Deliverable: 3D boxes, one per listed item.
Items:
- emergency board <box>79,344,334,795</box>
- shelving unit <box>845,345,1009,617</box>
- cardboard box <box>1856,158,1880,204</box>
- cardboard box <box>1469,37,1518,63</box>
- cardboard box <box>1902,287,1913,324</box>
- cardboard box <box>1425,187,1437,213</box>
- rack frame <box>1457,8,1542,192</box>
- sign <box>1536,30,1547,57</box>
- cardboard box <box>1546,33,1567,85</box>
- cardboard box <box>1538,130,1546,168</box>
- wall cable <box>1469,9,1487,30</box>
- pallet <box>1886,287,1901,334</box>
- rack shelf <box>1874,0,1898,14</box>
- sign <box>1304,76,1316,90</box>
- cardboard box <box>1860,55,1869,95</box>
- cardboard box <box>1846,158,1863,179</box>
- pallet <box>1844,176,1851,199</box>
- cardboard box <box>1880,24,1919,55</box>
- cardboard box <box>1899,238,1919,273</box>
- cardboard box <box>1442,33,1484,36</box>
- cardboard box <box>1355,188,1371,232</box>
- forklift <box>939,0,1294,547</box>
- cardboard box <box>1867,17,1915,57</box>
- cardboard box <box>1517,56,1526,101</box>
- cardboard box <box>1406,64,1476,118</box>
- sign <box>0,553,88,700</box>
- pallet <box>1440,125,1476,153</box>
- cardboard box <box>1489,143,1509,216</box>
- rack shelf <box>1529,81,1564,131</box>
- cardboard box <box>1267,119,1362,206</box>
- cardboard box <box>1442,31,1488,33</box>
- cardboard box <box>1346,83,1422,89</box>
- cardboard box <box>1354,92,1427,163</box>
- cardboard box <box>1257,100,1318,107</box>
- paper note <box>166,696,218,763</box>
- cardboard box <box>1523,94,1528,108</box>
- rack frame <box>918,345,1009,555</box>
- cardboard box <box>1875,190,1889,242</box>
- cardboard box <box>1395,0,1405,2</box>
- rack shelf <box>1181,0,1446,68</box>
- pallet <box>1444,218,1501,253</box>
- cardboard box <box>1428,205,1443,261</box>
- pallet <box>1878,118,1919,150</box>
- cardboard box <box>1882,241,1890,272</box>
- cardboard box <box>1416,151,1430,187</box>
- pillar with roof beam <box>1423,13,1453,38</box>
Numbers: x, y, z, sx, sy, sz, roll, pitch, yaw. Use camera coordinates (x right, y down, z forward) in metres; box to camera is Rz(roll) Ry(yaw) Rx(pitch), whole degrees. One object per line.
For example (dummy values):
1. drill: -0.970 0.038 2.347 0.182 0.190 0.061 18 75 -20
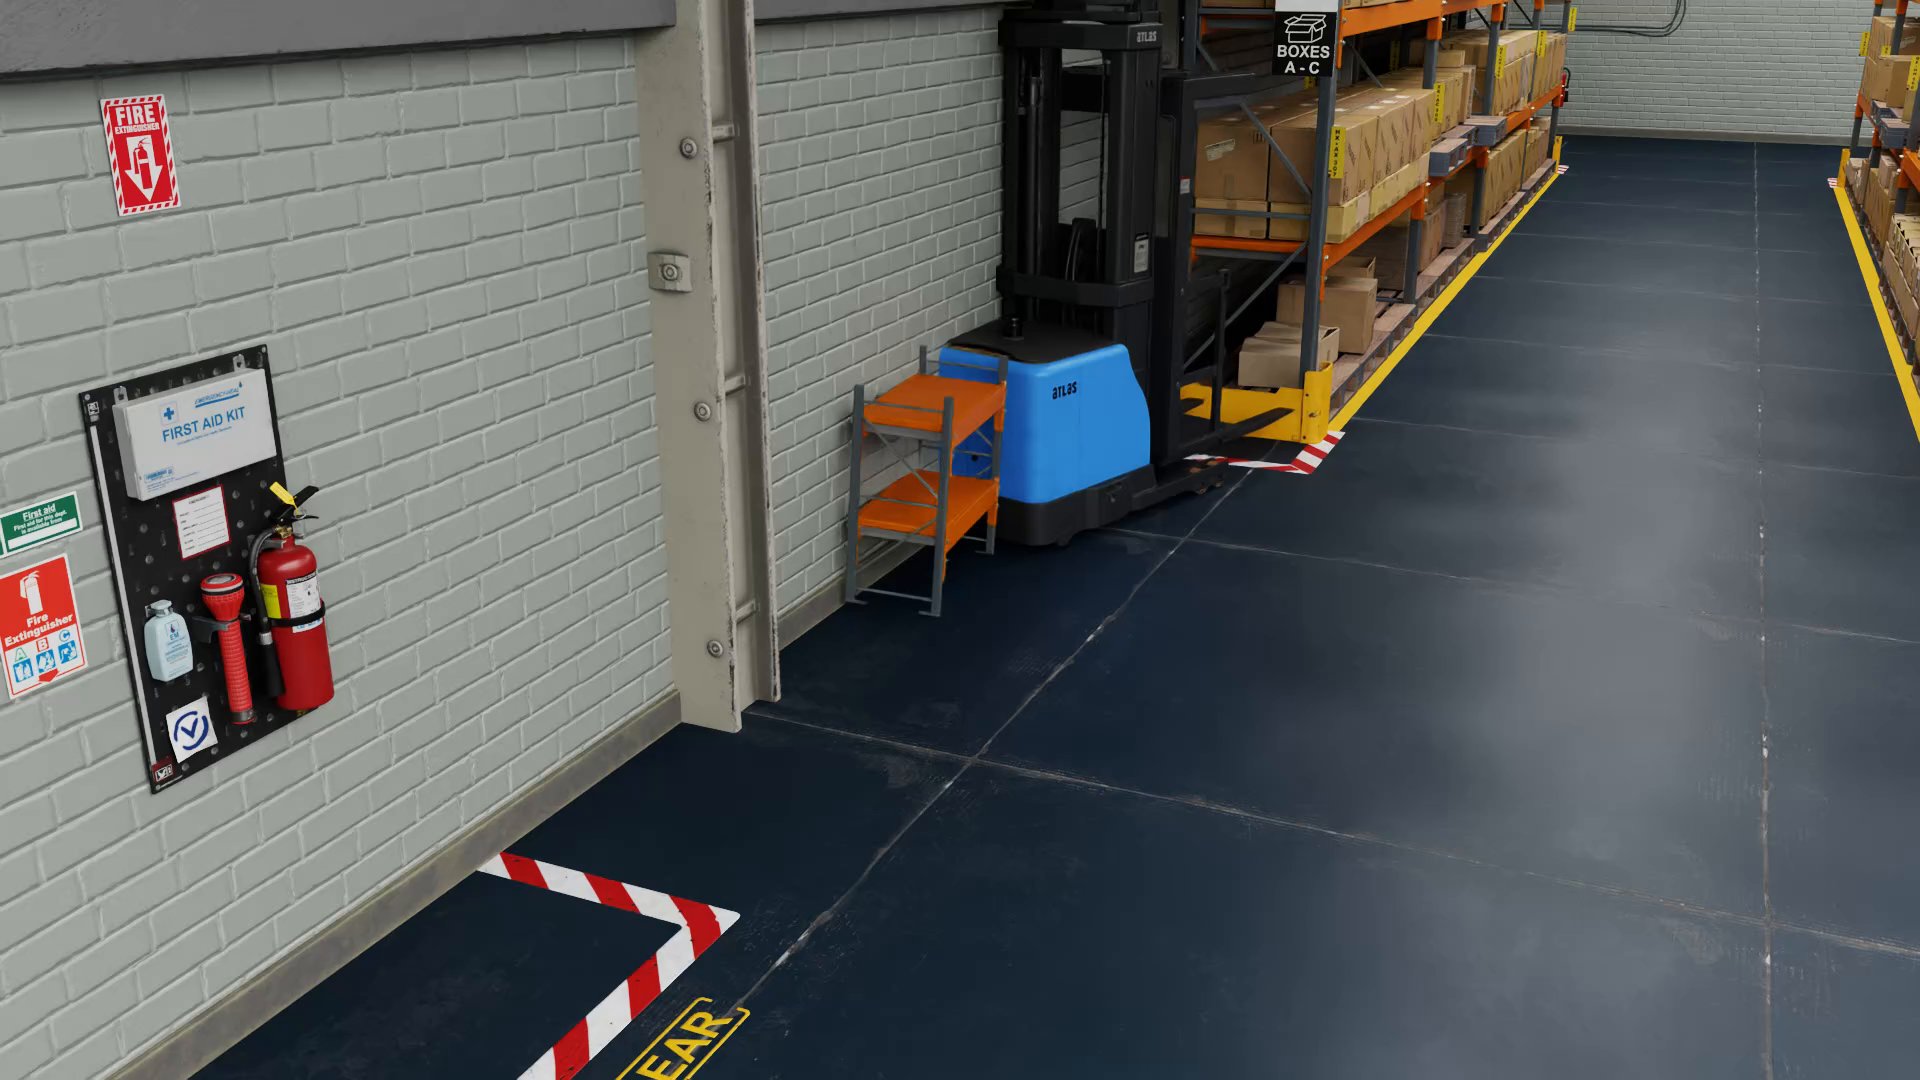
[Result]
1. emergency board: -2.070 0.084 4.756 0.194 1.169 0.643 9 21 23
2. shelving unit: -0.162 -0.337 8.667 0.538 1.125 1.048 9 20 14
3. cardboard box: 11.345 -4.400 20.439 0.500 0.500 0.500 9 21 23
4. cardboard box: 6.053 -5.585 18.953 0.500 0.250 0.500 9 21 23
5. cardboard box: 8.209 -1.935 13.911 0.500 0.250 0.500 8 21 22
6. cardboard box: 4.468 -3.445 16.635 0.500 0.250 0.500 8 21 22
7. rack frame: 6.850 -5.836 21.403 1.000 3.000 0.127 9 21 23
8. sign: 7.349 -6.273 21.021 0.100 0.325 0.005 9 21 23
9. cardboard box: 8.288 -7.043 24.348 0.980 0.700 0.700 10 22 25
10. cardboard box: 8.087 -5.698 24.119 0.700 0.500 0.500 8 21 23
11. wall cable: 8.149 -8.059 26.136 0.084 1.984 1.851 9 21 23
12. pallet: 8.859 -2.003 14.786 1.003 0.211 1.213 9 21 23
13. rack shelf: 12.190 -6.843 20.832 1.077 0.370 4.000 9 21 23
14. sign: 3.066 -4.011 14.543 0.100 0.325 0.005 9 21 23
15. cardboard box: 12.586 -6.328 22.636 0.500 0.500 0.500 9 21 24
16. cardboard box: 12.322 -5.012 22.532 0.500 0.250 0.500 9 21 23
17. pallet: 12.652 -4.799 22.649 1.003 0.211 1.213 9 21 23
18. cardboard box: 11.549 -6.023 20.286 0.500 0.500 0.500 8 21 22
19. cardboard box: 8.622 -2.507 14.681 0.500 0.311 0.500 8 21 22
20. cardboard box: 6.015 -5.966 20.027 0.500 0.250 0.500 8 21 21
21. cardboard box: 2.625 -2.373 11.858 0.500 0.250 0.500 8 21 21
22. forklift: 1.033 -1.761 10.048 1.130 2.935 3.031 16 25 38
23. cardboard box: 12.586 -6.799 22.469 0.500 0.500 0.500 9 22 24
24. cardboard box: 6.477 -5.547 19.968 0.500 0.500 0.500 9 21 23
25. cardboard box: 5.028 -4.723 17.466 0.700 0.500 0.500 6 20 16
26. sign: -2.391 0.222 4.315 0.001 0.329 0.234 9 21 23
27. pallet: 4.439 -3.912 16.279 1.003 0.211 1.213 9 21 23
28. cardboard box: 5.997 -4.272 19.586 0.750 0.750 0.750 8 21 22
29. rack shelf: 7.669 -6.109 23.242 1.077 0.370 4.000 9 21 23
30. cardboard box: 2.406 -2.565 11.278 0.500 0.500 0.500 9 21 23
31. cardboard box: 6.216 -6.120 20.460 0.500 0.250 0.500 9 21 23
32. cardboard box: 3.813 -3.796 14.860 0.700 0.500 0.500 9 21 23
33. cardboard box: 3.463 -3.342 13.465 0.500 0.500 0.500 8 21 22
34. cardboard box: 2.564 -3.098 12.779 0.500 0.500 0.500 9 21 23
35. paper note: -2.206 0.544 4.778 0.016 0.148 0.142 9 21 23
36. cardboard box: 6.888 -5.505 20.815 0.380 0.149 0.250 9 21 24
37. rack frame: -0.019 -0.486 9.131 0.500 1.125 0.032 9 20 14
38. cardboard box: 10.114 -3.441 17.741 0.500 0.500 0.500 8 21 21
39. cardboard box: 2.962 -4.191 12.120 0.500 0.500 0.500 10 22 26
40. rack shelf: 2.755 -3.854 12.425 1.077 0.370 4.000 9 21 23
41. pallet: 5.603 -3.530 19.080 1.003 0.211 1.213 9 21 23
42. cardboard box: 4.470 -3.118 16.834 0.700 0.500 0.500 8 21 22
43. pallet: 9.946 -4.061 16.698 1.213 0.211 1.003 9 21 23
44. cardboard box: 9.250 -2.717 16.110 0.500 0.250 0.500 8 21 23
45. cardboard box: 3.656 -3.143 14.024 0.500 0.250 0.500 9 21 23
46. pillar with roof beam: 10.275 -8.405 19.672 9.100 9.000 0.400 9 21 23
